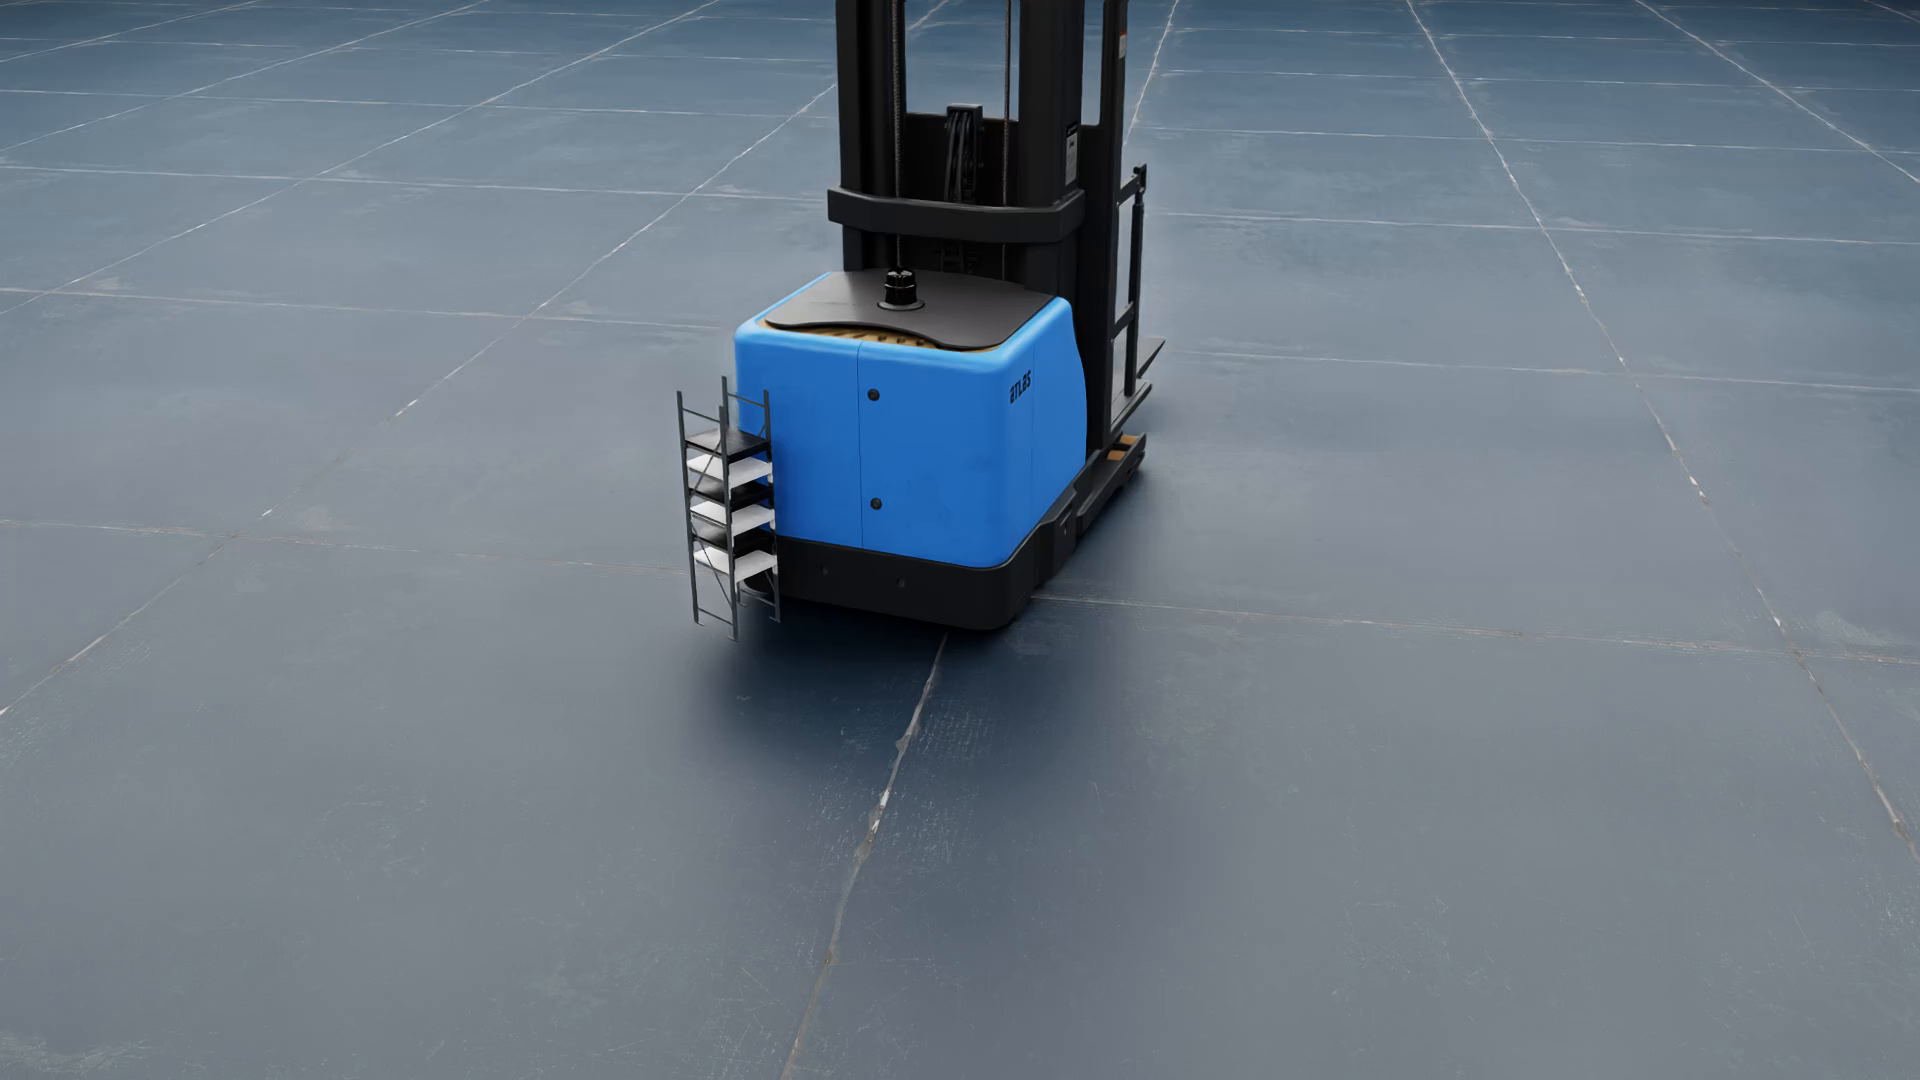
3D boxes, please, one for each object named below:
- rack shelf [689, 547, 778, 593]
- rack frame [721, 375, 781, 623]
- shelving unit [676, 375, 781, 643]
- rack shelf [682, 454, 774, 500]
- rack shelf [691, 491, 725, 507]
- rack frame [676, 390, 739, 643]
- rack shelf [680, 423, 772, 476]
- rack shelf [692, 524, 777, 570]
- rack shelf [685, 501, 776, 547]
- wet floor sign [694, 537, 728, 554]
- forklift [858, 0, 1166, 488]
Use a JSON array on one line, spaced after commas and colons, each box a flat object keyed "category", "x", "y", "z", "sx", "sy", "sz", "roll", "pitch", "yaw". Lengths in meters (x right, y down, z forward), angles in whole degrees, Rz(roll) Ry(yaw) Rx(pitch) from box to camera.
[{"category": "rack shelf", "x": -0.818, "y": 0.087, "z": 6.006, "sx": 0.258, "sy": 0.077, "sz": 0.200, "roll": 21, "pitch": 32, "yaw": 37}, {"category": "rack frame", "x": -0.750, "y": -0.139, "z": 5.985, "sx": 0.240, "sy": 0.900, "sz": 0.006, "roll": 21, "pitch": 32, "yaw": 37}, {"category": "shelving unit", "x": -0.818, "y": -0.107, "z": 5.916, "sx": 0.258, "sy": 0.900, "sz": 0.210, "roll": 21, "pitch": 32, "yaw": 37}, {"category": "rack shelf", "x": -0.818, "y": -0.239, "z": 5.854, "sx": 0.258, "sy": 0.077, "sz": 0.200, "roll": 21, "pitch": 32, "yaw": 37}, {"category": "rack shelf", "x": -0.818, "y": -0.171, "z": 5.886, "sx": 0.199, "sy": 0.015, "sz": 0.184, "roll": 21, "pitch": 32, "yaw": 37}, {"category": "rack frame", "x": -0.885, "y": -0.074, "z": 5.847, "sx": 0.240, "sy": 0.900, "sz": 0.006, "roll": 21, "pitch": 32, "yaw": 37}, {"category": "rack shelf", "x": -0.818, "y": -0.321, "z": 5.816, "sx": 0.258, "sy": 0.077, "sz": 0.200, "roll": 21, "pitch": 32, "yaw": 37}, {"category": "rack shelf", "x": -0.818, "y": 0.005, "z": 5.968, "sx": 0.258, "sy": 0.077, "sz": 0.200, "roll": 21, "pitch": 32, "yaw": 37}, {"category": "rack shelf", "x": -0.818, "y": -0.076, "z": 5.930, "sx": 0.258, "sy": 0.077, "sz": 0.200, "roll": 21, "pitch": 32, "yaw": 37}, {"category": "wet floor sign", "x": -6.446, "y": 0.630, "z": 4.642, "sx": 8.601, "sy": 0.644, "sz": 8.304, "roll": 13, "pitch": 28, "yaw": 26}, {"category": "forklift", "x": 0.205, "y": -1.597, "z": 6.780, "sx": 1.118, "sy": 2.867, "sz": 2.937, "roll": 9, "pitch": 27, "yaw": 19}]
